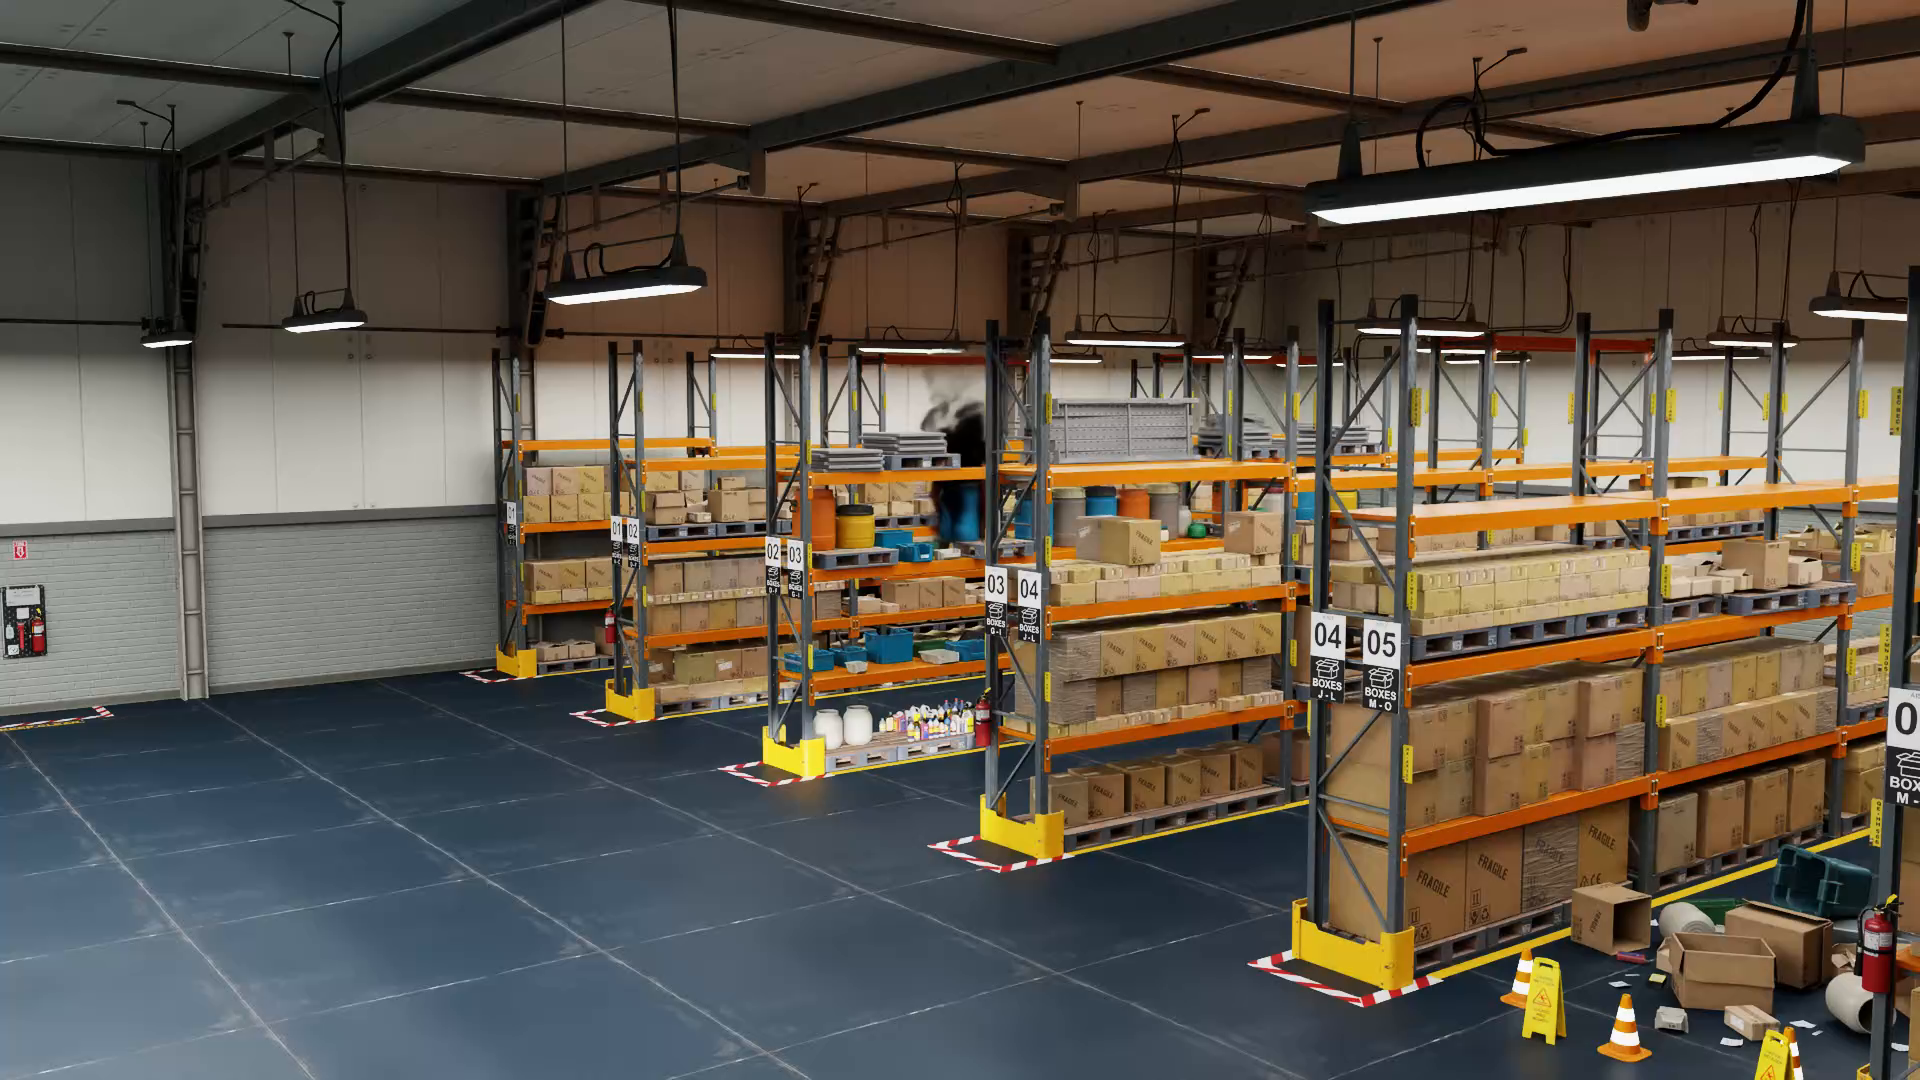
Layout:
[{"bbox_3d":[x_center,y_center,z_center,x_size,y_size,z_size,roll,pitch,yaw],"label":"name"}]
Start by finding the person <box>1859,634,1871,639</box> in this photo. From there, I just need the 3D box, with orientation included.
[{"bbox_3d":[13.362,2.207,24.456,0.630,1.671,0.637,-3,6,-29],"label":"person"}]
